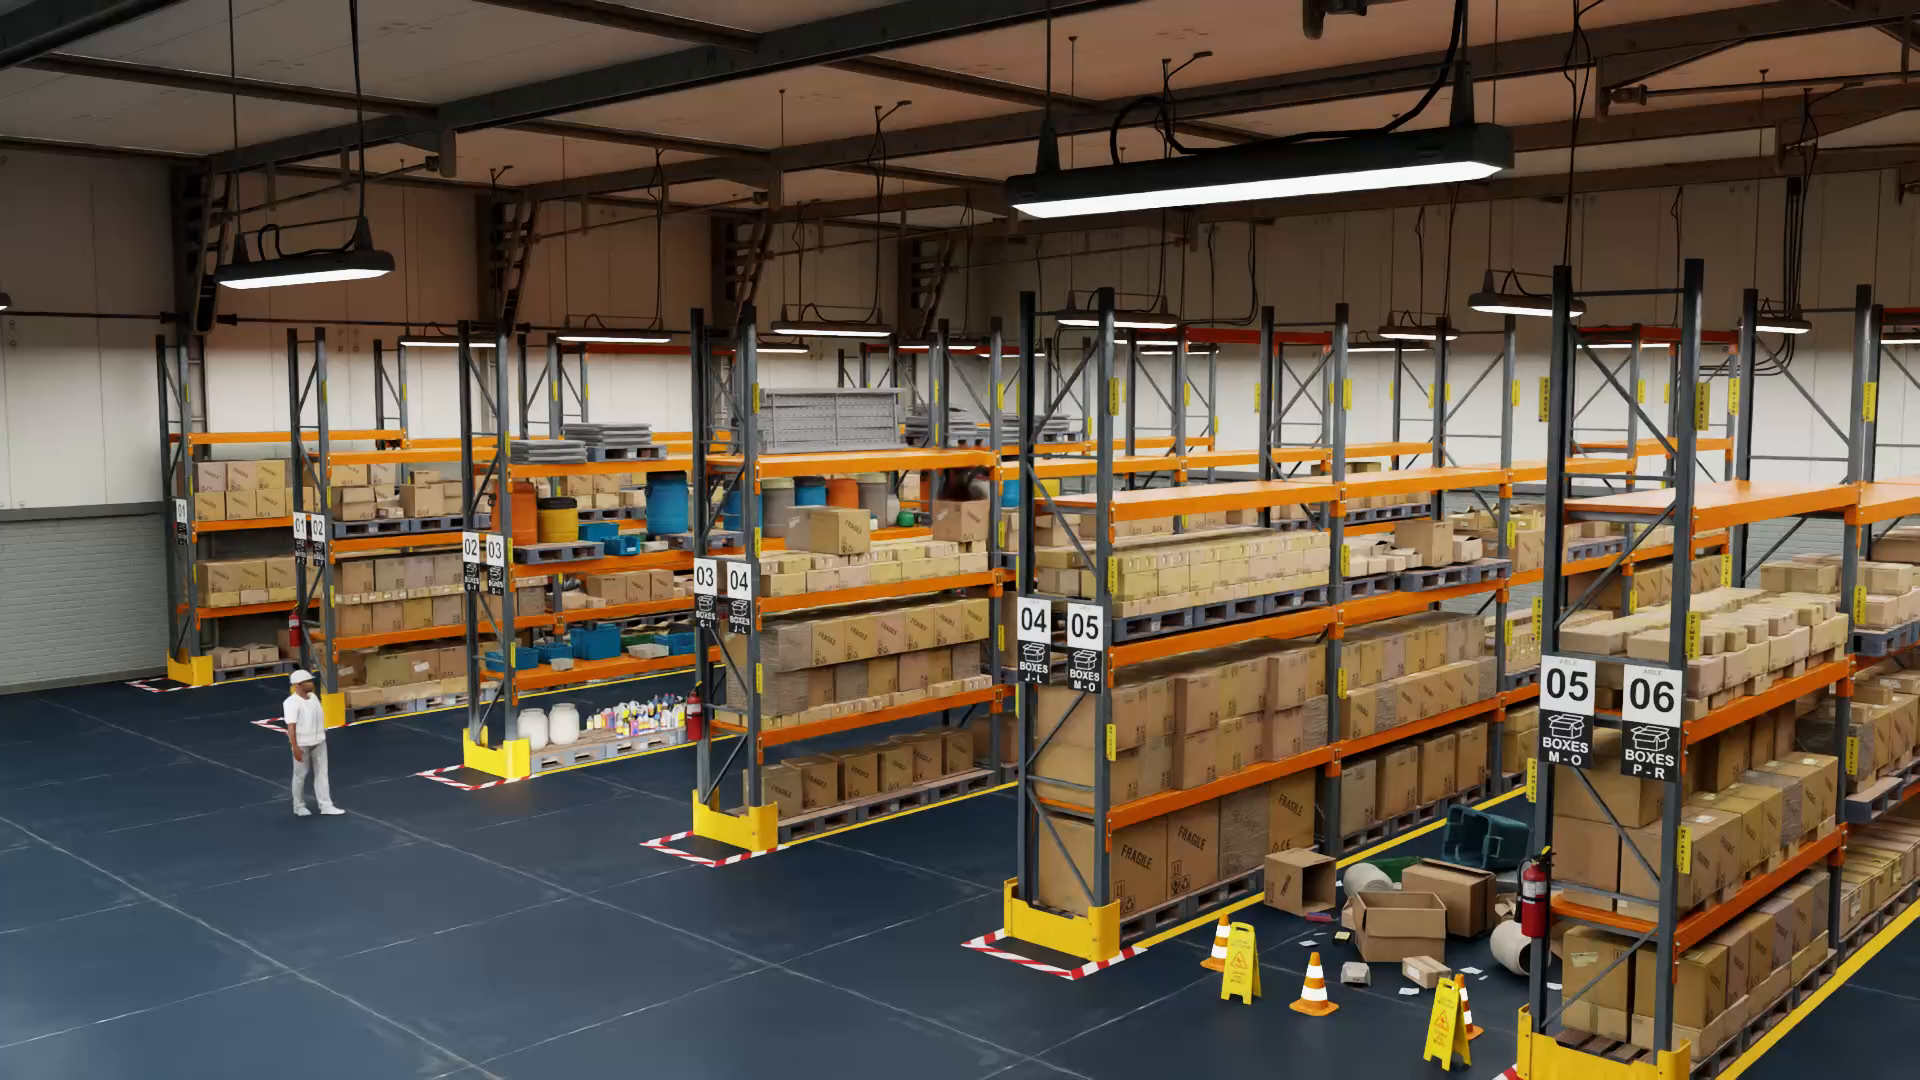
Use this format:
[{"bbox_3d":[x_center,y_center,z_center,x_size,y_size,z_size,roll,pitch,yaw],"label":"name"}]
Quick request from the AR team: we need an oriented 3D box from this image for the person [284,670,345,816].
[{"bbox_3d":[-7.738,2.428,19.854,0.597,1.768,0.612,3,6,31],"label":"person"}]

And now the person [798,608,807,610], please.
[{"bbox_3d":[-2.620,1.698,27.343,0.423,1.781,0.643,3,6,28],"label":"person"}]

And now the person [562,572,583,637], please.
[{"bbox_3d":[-7.613,1.315,32.116,0.475,1.682,1.001,4,7,36],"label":"person"}]
